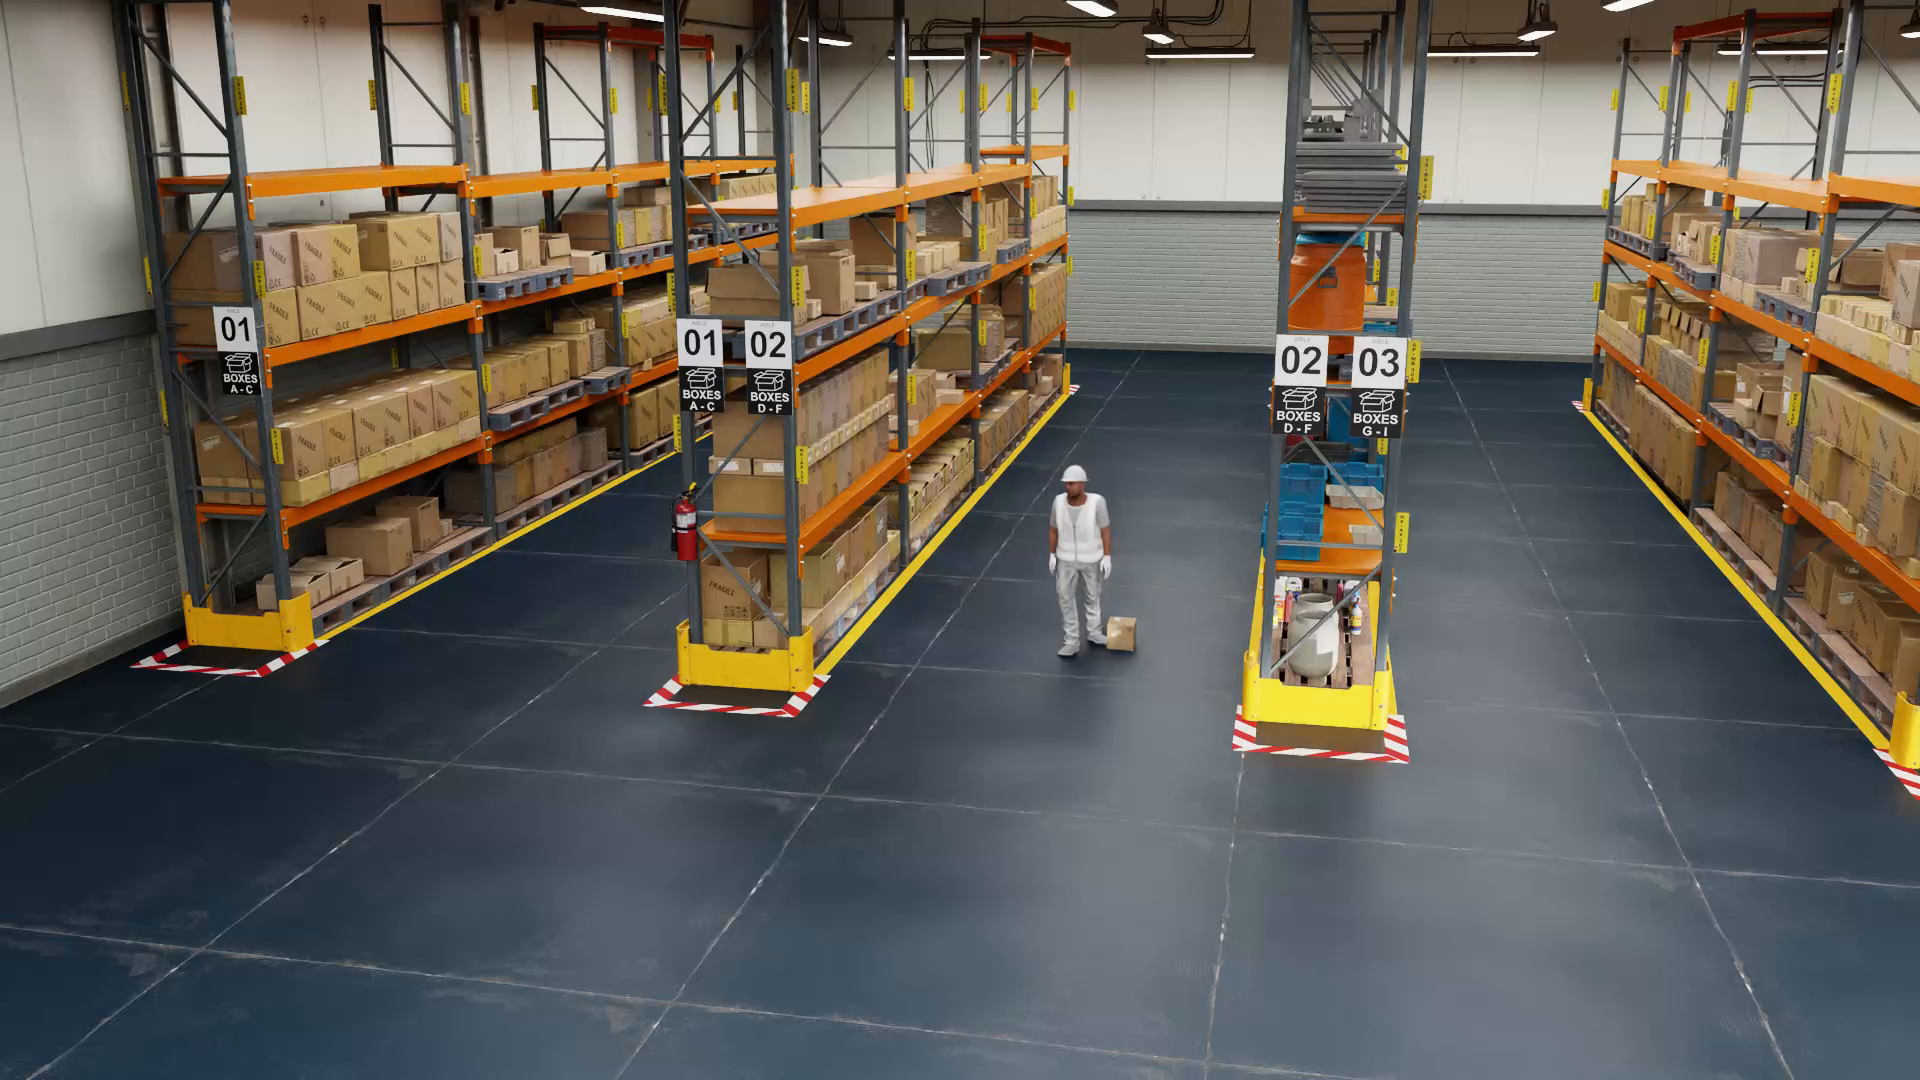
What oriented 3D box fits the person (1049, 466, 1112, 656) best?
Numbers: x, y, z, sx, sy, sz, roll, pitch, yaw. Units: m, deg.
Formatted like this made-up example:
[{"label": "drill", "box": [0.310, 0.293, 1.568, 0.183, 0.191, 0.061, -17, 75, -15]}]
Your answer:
[{"label": "person", "box": [1.113, 0.169, 15.334, 0.599, 1.776, 0.603, 4, 15, 15]}]
